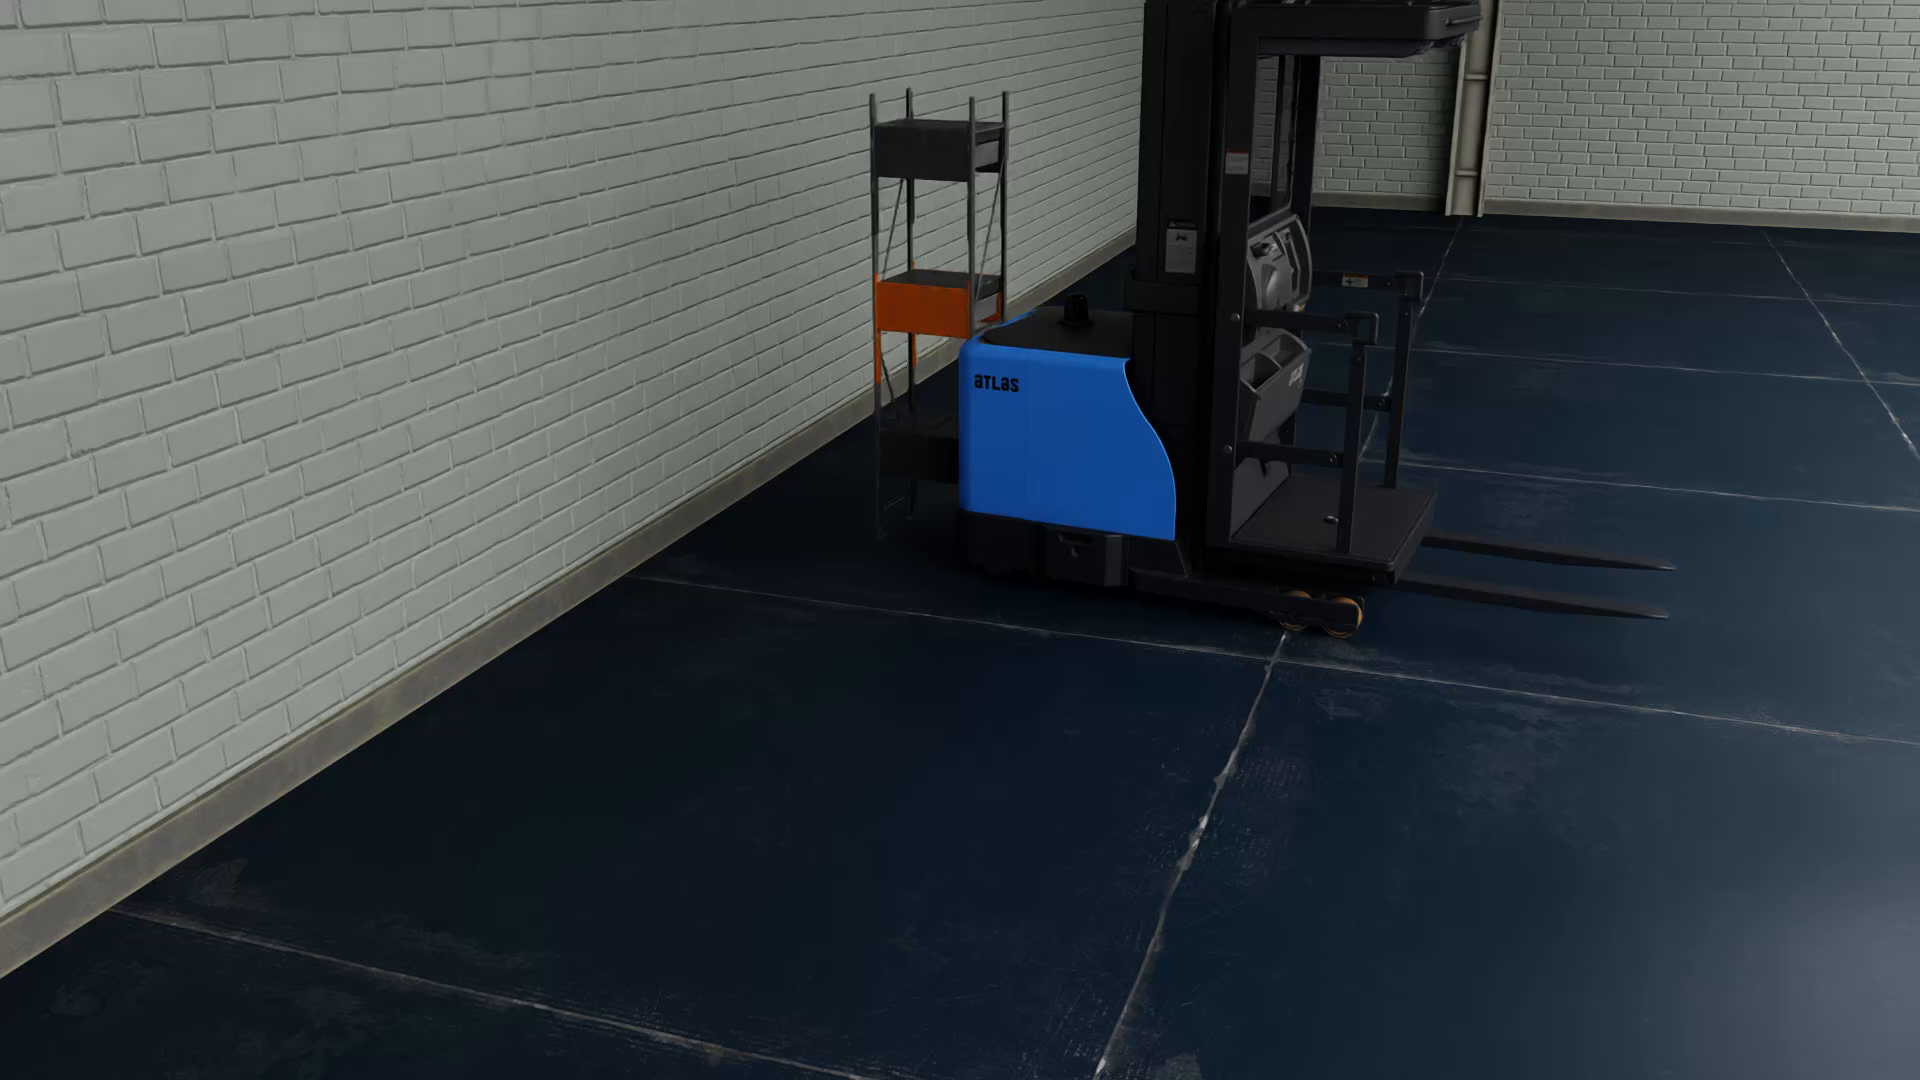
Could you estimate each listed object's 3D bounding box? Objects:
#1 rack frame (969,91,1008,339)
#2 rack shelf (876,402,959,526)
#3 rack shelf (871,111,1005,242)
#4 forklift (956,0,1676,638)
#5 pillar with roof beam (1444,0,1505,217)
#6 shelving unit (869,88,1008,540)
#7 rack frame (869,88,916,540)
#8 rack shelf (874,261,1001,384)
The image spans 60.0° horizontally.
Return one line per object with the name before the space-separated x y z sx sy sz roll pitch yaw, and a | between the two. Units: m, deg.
rack frame | 0.130 -0.984 7.710 0.015 2.100 0.400 9 21 23
rack shelf | -0.092 -0.344 8.041 0.480 0.518 0.431 9 21 23
rack shelf | -0.092 -1.666 7.580 0.480 0.518 0.431 9 21 23
forklift | 1.540 -1.176 6.997 3.031 2.935 1.130 9 21 23
pillar with roof beam | 4.177 -6.526 13.128 0.400 9.000 9.100 7 20 18
shelving unit | -0.092 -1.018 7.806 0.503 2.100 0.431 9 21 23
rack frame | -0.314 -1.051 7.902 0.015 2.100 0.400 9 21 23
rack shelf | -0.092 -1.005 7.811 0.480 0.518 0.431 9 21 23
